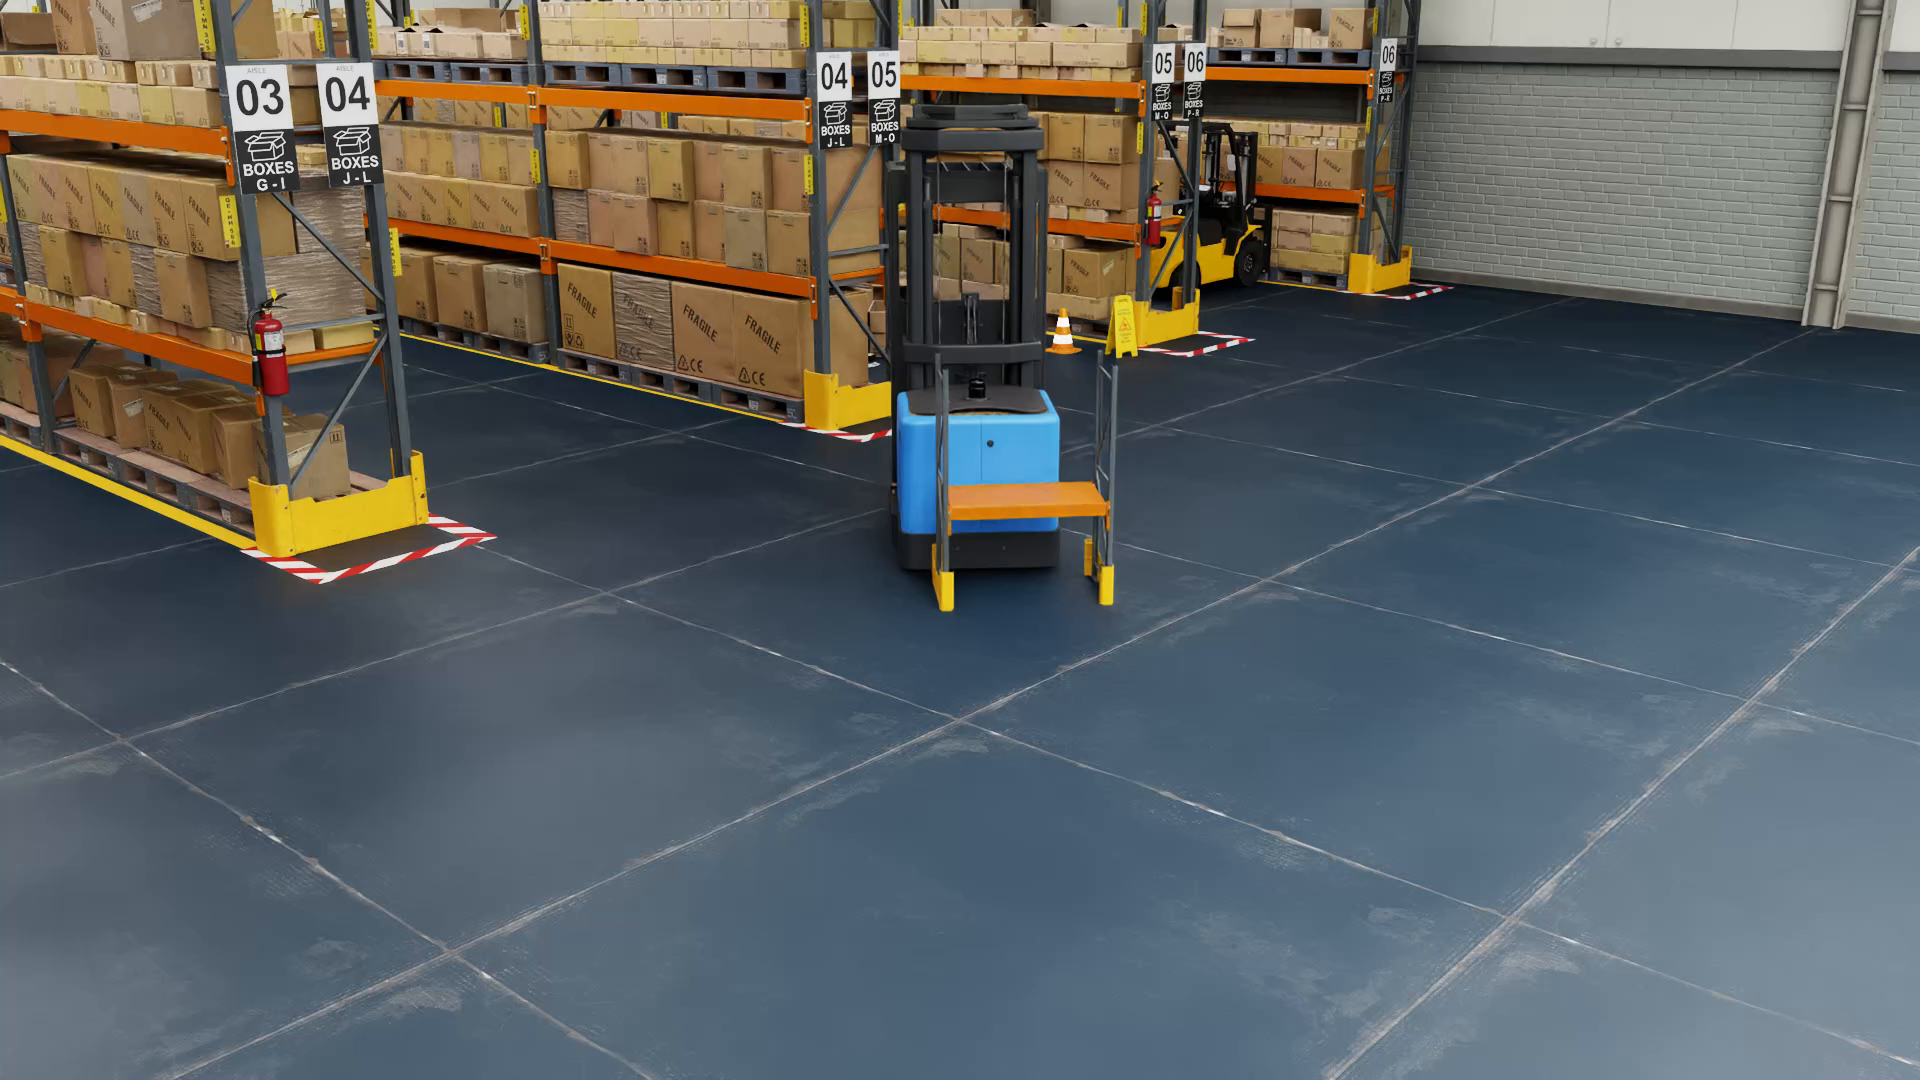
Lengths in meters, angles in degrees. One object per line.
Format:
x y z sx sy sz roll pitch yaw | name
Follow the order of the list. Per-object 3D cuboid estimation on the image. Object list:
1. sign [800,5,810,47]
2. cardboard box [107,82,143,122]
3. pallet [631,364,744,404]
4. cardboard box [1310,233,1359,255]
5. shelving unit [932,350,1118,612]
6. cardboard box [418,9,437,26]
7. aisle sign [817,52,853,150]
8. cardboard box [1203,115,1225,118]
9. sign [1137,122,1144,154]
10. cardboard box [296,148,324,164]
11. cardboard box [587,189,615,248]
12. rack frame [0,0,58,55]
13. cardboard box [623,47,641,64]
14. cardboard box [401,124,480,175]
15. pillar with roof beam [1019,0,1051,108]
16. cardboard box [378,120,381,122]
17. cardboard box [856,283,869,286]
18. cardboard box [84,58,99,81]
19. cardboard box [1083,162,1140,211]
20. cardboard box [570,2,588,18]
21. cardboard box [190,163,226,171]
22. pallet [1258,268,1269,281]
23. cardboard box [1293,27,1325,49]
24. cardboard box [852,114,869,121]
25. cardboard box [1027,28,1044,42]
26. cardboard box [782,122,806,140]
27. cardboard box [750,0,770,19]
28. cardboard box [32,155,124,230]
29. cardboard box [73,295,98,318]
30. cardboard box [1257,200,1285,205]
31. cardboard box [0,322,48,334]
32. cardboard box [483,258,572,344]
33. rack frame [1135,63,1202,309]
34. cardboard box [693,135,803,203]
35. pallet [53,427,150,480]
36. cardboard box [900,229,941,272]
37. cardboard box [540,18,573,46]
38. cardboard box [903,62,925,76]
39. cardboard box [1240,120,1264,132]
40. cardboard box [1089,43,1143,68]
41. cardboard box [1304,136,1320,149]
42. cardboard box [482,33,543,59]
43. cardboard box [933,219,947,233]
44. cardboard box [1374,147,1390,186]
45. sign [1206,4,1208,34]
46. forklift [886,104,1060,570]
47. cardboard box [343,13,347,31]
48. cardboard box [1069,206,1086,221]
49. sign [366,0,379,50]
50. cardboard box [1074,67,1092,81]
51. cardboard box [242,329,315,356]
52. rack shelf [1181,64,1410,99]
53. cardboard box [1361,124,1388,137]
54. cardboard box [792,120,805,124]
-1.281 -4.249 13.748 0.005 0.325 0.100 15 23 39 | sign
-5.561 -3.055 11.567 0.500 0.250 0.500 16 23 40 | cardboard box
-2.469 -1.613 16.346 1.213 0.211 1.003 15 23 39 | pallet
5.020 -3.973 22.198 0.500 0.250 0.500 15 23 39 | cardboard box
0.386 -0.380 10.329 1.083 1.500 0.587 -2 18 -6 | shelving unit
-8.259 -8.194 26.488 0.500 0.500 0.500 16 23 40 | cardboard box
-1.057 -3.712 14.050 0.004 0.787 0.394 15 23 39 | aisle sign
3.635 -5.979 23.762 0.250 0.149 0.380 14 23 38 | cardboard box
1.916 -4.276 17.689 0.005 0.325 0.100 15 23 39 | sign
-7.751 -4.570 19.792 0.250 0.149 0.380 15 23 39 | cardboard box
-3.192 -3.252 16.653 0.550 0.550 0.875 15 23 39 | cardboard box
-7.270 -5.115 12.853 0.127 3.000 1.000 15 23 39 | rack frame
-2.902 -4.510 15.461 0.250 0.149 0.380 15 23 39 | cardboard box
-5.801 -4.389 18.664 0.500 0.500 0.700 15 23 38 | cardboard box
-1.676 -8.252 22.739 0.400 9.000 9.100 15 23 39 | pillar with roof beam
-9.499 -6.794 27.894 0.500 0.500 0.500 15 23 39 | cardboard box
-1.086 -3.550 21.490 0.625 0.372 0.950 15 23 40 | cardboard box
-6.016 -3.372 11.907 0.250 0.149 0.380 16 23 41 | cardboard box
1.711 -3.931 18.382 0.500 0.500 0.500 15 23 38 | cardboard box
-3.475 -5.044 15.824 0.250 0.149 0.380 15 23 39 | cardboard box
-5.253 -2.493 12.198 0.500 0.500 0.500 15 23 39 | cardboard box
4.083 -3.879 23.484 1.213 0.211 1.003 15 23 39 | pallet
4.580 -6.581 21.792 0.258 0.266 0.396 15 23 39 | cardboard box
-1.736 -6.960 27.719 0.637 0.503 0.797 14 23 38 | cardboard box
0.968 -5.665 18.642 0.250 0.149 0.380 14 22 38 | cardboard box
-1.944 -5.133 21.474 0.500 0.500 0.500 16 24 41 | cardboard box
-1.573 -4.534 14.217 0.250 0.149 0.380 15 23 40 | cardboard box
-6.727 -2.674 12.768 0.500 0.500 0.500 15 23 39 | cardboard box
-6.572 -1.820 12.804 0.250 0.149 0.380 15 23 39 | cardboard box
4.236 -4.631 23.443 0.500 0.250 0.500 14 23 38 | cardboard box
-8.896 -1.726 15.498 0.700 0.500 0.500 -16 24 -41 | cardboard box
-4.426 -2.590 17.838 0.750 0.750 1.050 15 23 39 | cardboard box
2.300 -3.695 18.295 0.127 3.000 1.000 15 23 39 | rack frame
-1.964 -3.457 15.512 0.550 0.550 0.875 15 23 39 | cardboard box
-6.744 -0.800 13.783 1.213 0.211 1.003 15 23 39 | pallet
-0.430 -3.565 20.499 0.500 0.500 0.500 16 24 42 | cardboard box
-3.722 -4.944 16.169 0.500 0.250 0.500 15 23 40 | cardboard box
-0.465 -5.624 19.831 0.250 0.149 0.380 15 23 39 | cardboard box
4.033 -5.648 22.720 0.250 0.149 0.380 15 23 40 | cardboard box
1.738 -5.237 17.951 0.500 0.250 0.500 15 23 39 | cardboard box
4.782 -5.292 22.091 0.250 0.149 0.380 16 23 40 | cardboard box
-4.537 -5.069 17.056 0.500 0.250 0.500 15 23 40 | cardboard box
-0.376 -3.836 20.279 0.250 0.149 0.380 15 23 40 | cardboard box
5.405 -5.028 22.332 0.500 0.500 0.500 16 24 41 | cardboard box
2.660 -5.664 18.096 0.005 0.325 0.100 15 23 39 | sign
0.039 -1.601 11.812 1.130 2.935 3.031 -1 18 -4 | forklift
-7.399 -6.250 19.958 0.258 0.266 0.396 15 23 39 | cardboard box
1.437 -3.684 18.676 0.250 0.149 0.380 15 23 38 | cardboard box
-3.918 -3.422 11.031 0.005 0.325 0.100 15 23 39 | sign
1.463 -5.117 18.232 0.250 0.149 0.380 16 24 41 | cardboard box
-4.629 -1.343 11.301 0.250 0.149 0.380 15 23 39 | cardboard box
4.096 -6.307 22.756 4.000 0.370 1.077 15 23 39 | rack shelf
5.482 -5.433 22.043 0.250 0.149 0.380 14 23 38 | cardboard box
-1.932 -5.423 21.318 0.250 0.149 0.380 14 22 37 | cardboard box
